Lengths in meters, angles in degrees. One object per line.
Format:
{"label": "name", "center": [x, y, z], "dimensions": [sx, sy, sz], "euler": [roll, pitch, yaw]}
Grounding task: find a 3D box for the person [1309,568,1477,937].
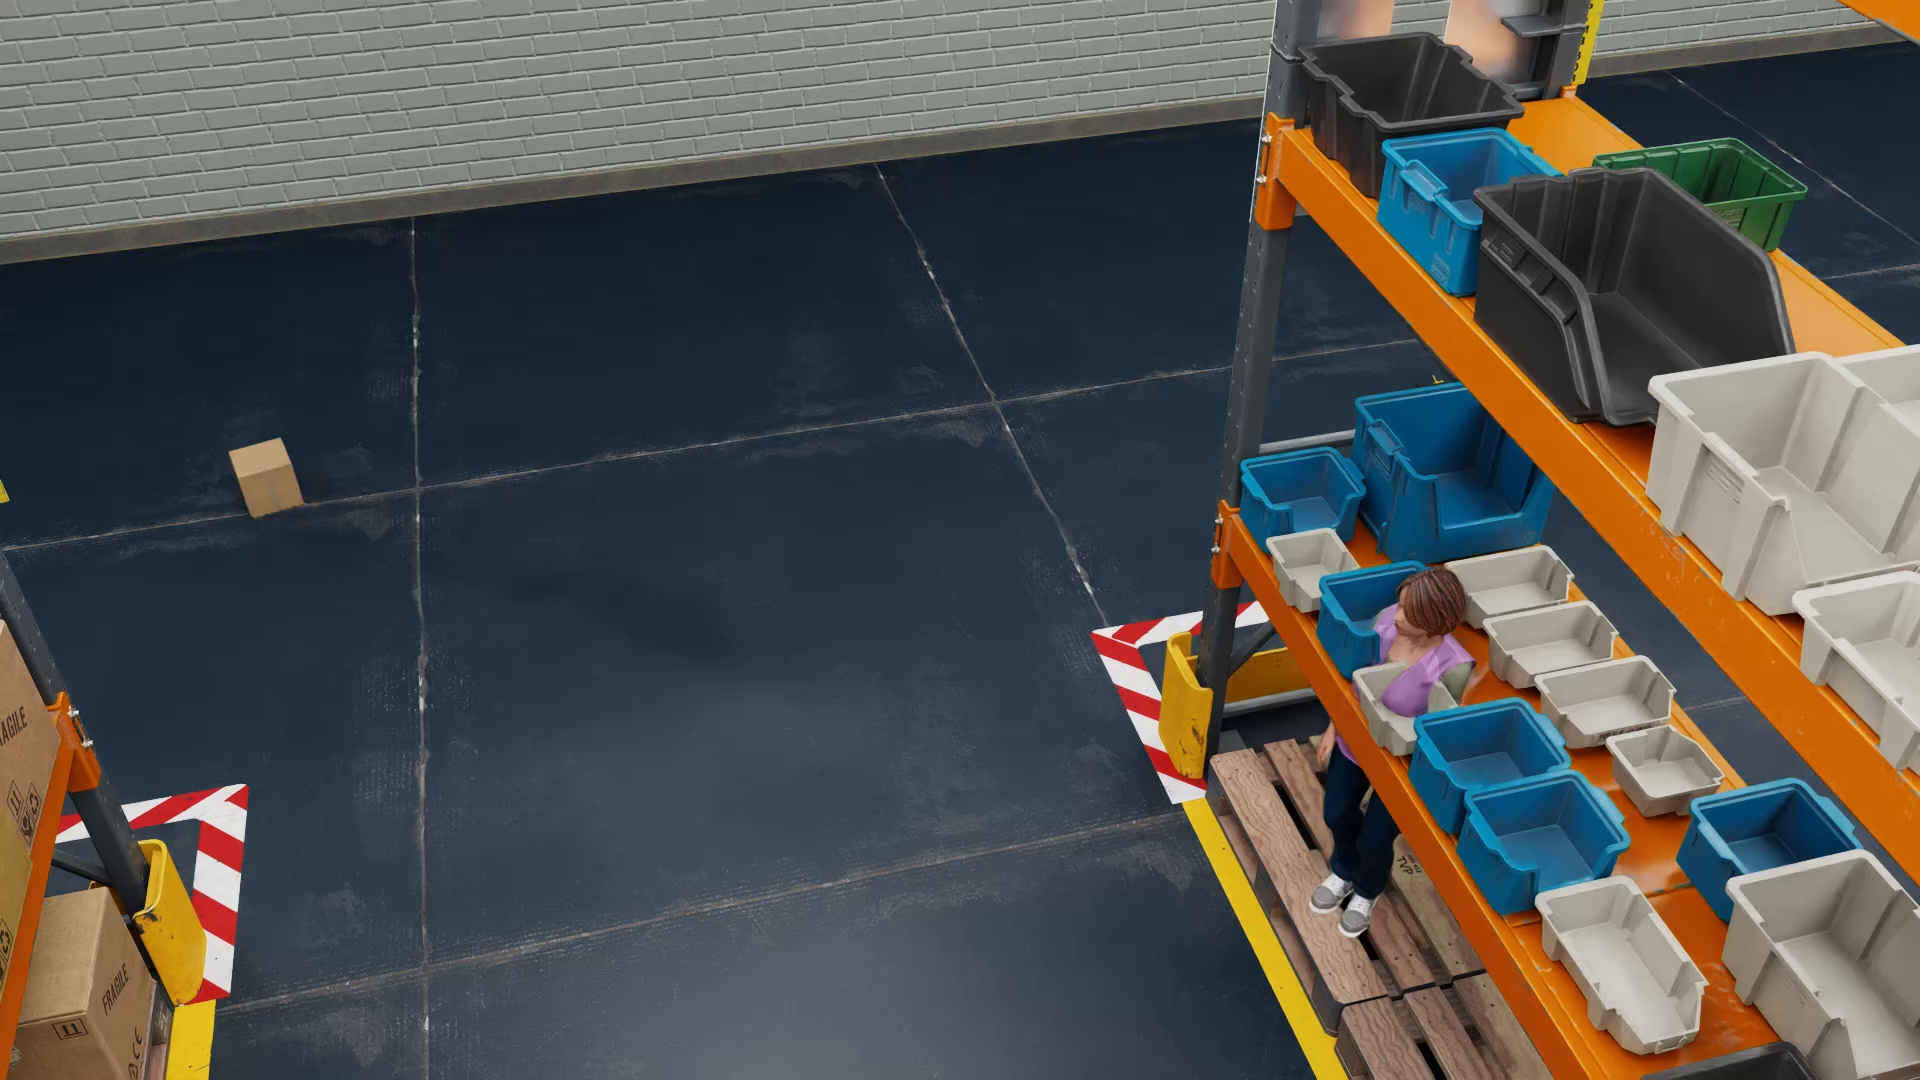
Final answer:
{"label": "person", "center": [1.418, 0.715, 5.517], "dimensions": [0.310, 1.581, 0.431], "euler": [-28, 46, -30]}
